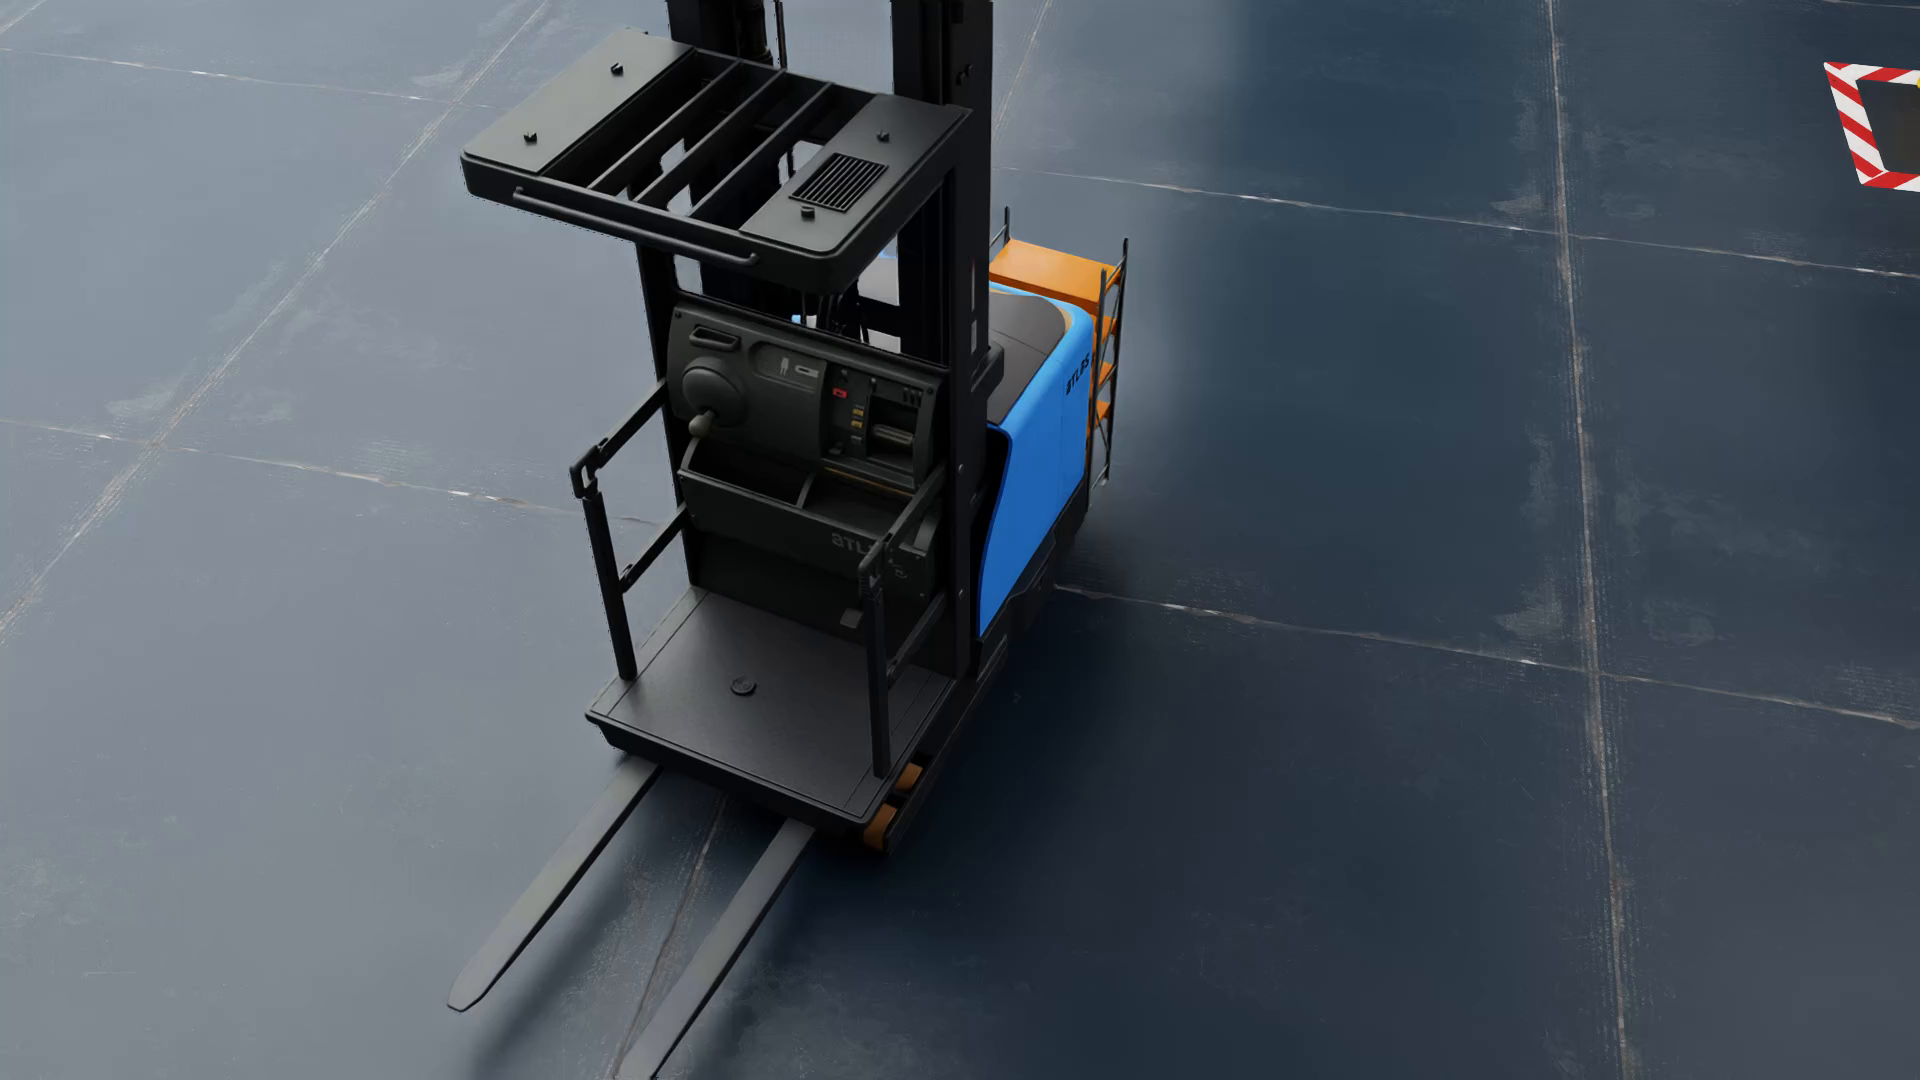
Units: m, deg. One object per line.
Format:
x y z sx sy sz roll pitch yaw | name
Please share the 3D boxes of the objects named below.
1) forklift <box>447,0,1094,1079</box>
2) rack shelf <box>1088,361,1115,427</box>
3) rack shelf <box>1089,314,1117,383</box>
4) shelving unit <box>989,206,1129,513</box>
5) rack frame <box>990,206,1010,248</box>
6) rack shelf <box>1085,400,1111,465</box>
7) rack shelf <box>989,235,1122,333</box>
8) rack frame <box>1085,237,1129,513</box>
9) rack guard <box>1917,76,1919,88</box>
-0.586 -0.350 5.000 1.130 2.935 3.031 18 47 18 | forklift
0.351 -0.645 6.652 0.480 0.148 0.258 19 47 18 | rack shelf
0.351 -0.807 6.497 0.480 0.148 0.258 19 47 18 | rack shelf
0.351 -0.694 6.605 0.503 1.200 0.258 19 47 18 | shelving unit
0.132 -0.768 6.682 0.015 1.200 0.240 19 47 18 | rack frame
0.351 -0.502 6.789 0.480 0.148 0.258 19 47 18 | rack shelf
0.352 -0.977 6.333 0.480 0.148 0.258 19 47 18 | rack shelf
0.571 -0.620 6.528 0.015 1.200 0.240 19 47 18 | rack frame
5.492 -2.399 8.881 0.348 0.500 1.175 9 45 9 | rack guard
